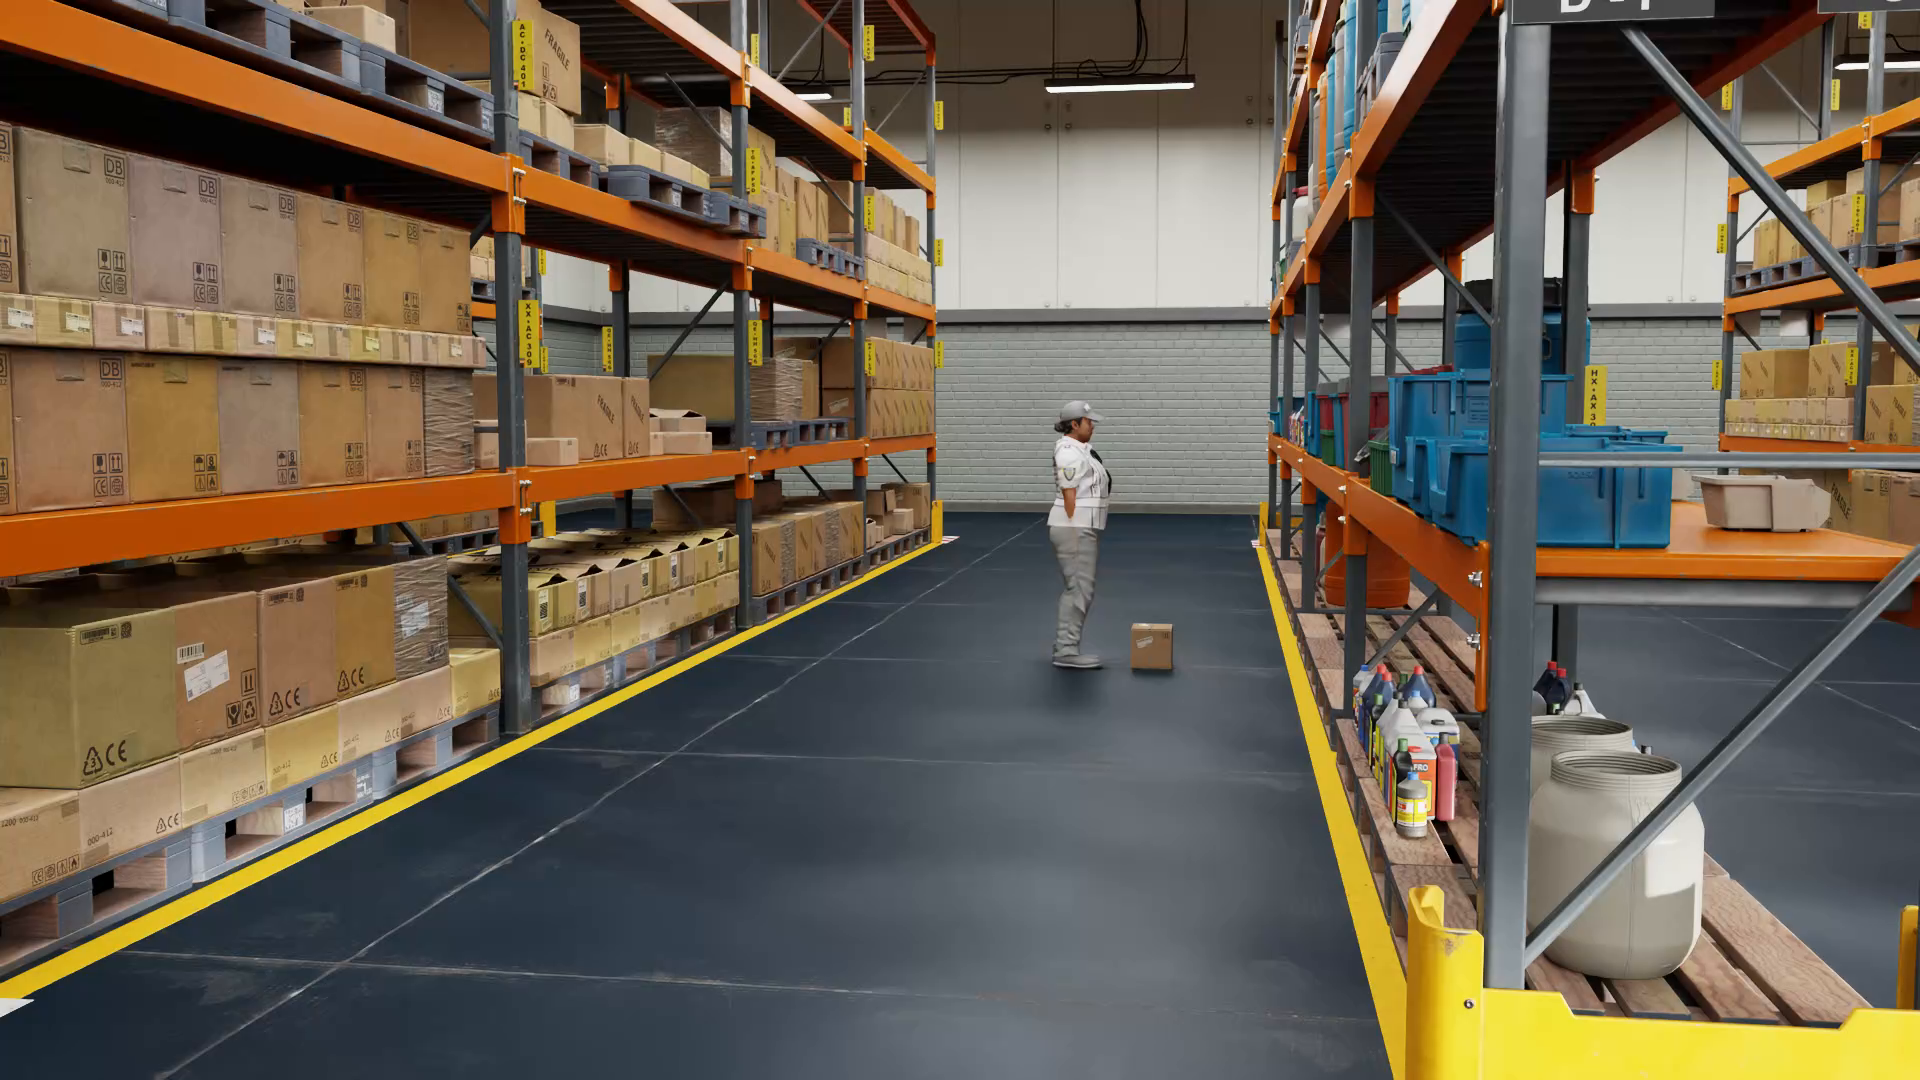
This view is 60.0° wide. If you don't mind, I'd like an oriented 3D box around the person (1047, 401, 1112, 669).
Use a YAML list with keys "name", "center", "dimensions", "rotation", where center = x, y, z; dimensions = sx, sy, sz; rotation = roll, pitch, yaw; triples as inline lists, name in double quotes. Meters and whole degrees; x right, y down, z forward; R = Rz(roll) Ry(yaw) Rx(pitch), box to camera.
- name: "person"
  center: [0.747, -0.035, 10.442]
  dimensions: [0.390, 1.669, 0.467]
  rotation: [1, 5, 10]
